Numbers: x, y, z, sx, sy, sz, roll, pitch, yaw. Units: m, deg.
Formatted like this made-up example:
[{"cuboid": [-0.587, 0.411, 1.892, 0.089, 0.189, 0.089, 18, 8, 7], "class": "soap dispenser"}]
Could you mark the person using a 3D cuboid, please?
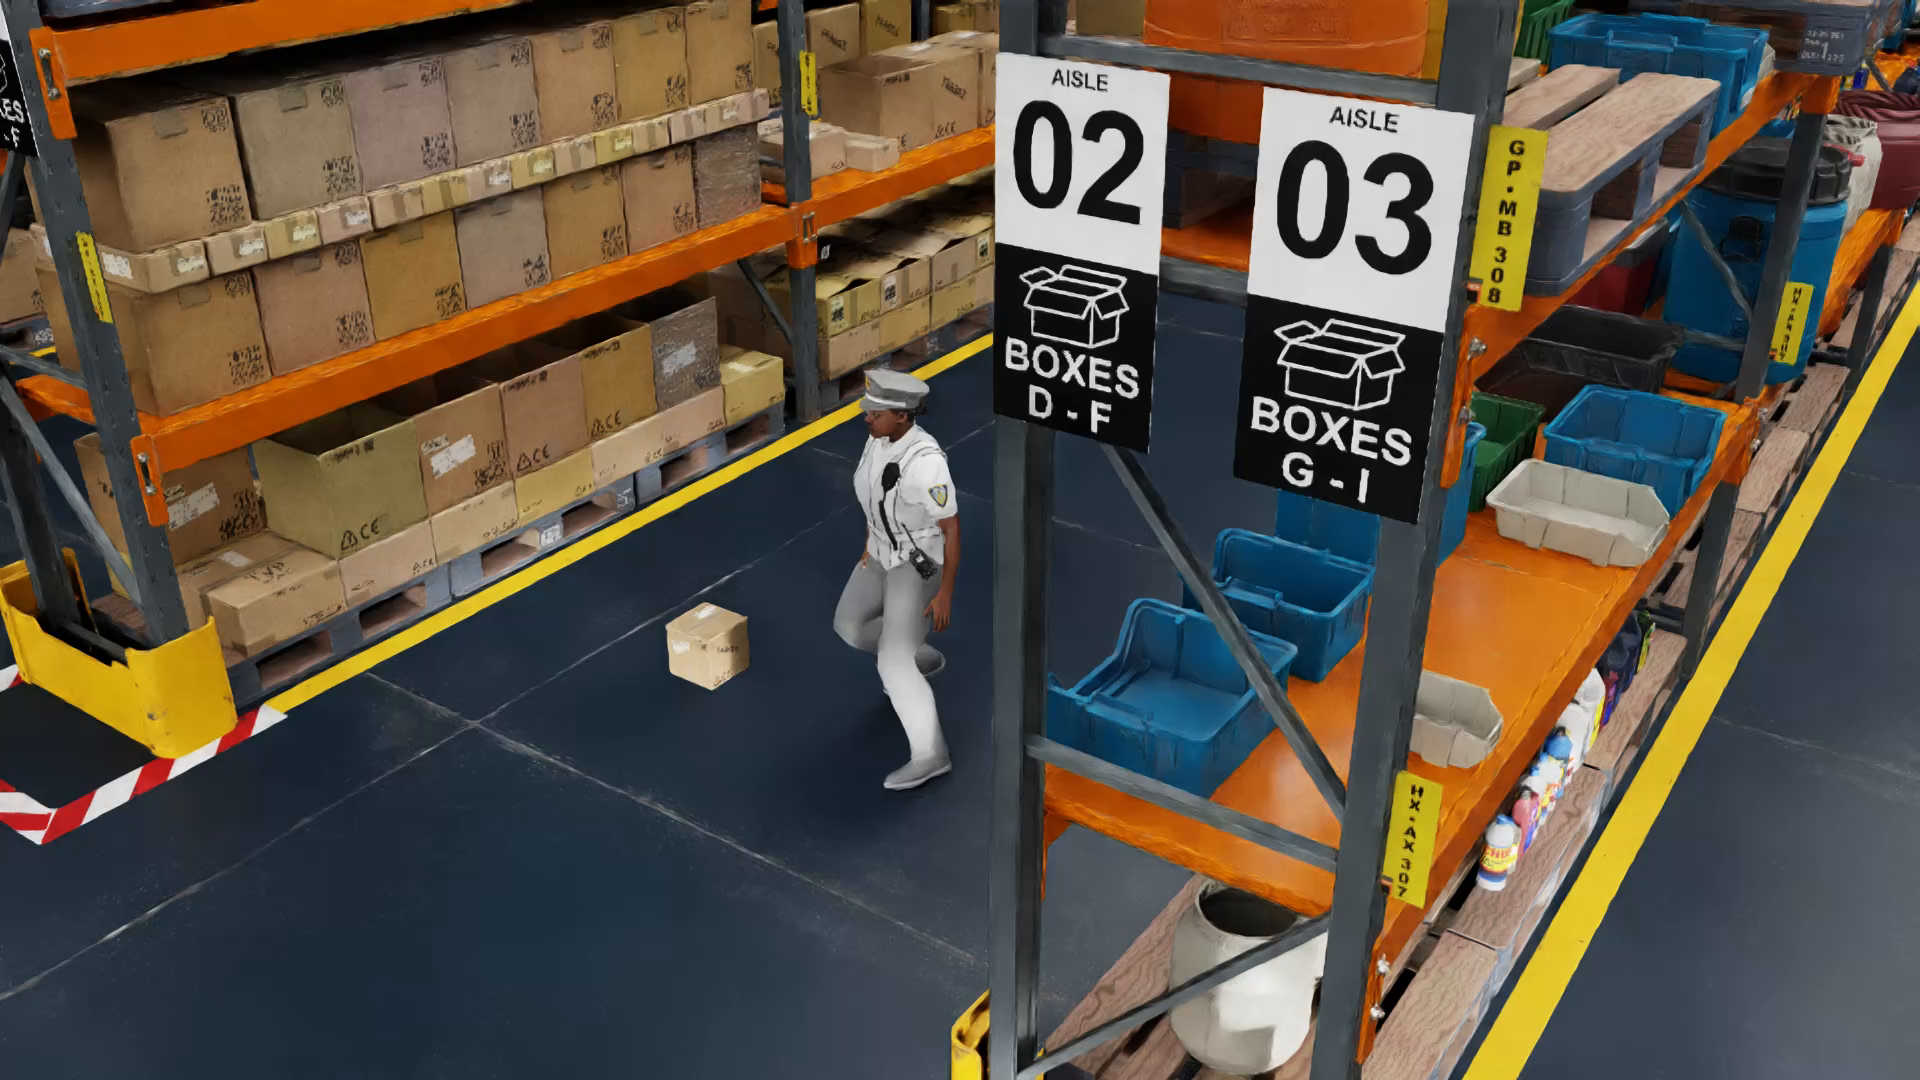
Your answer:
[{"cuboid": [-0.189, 0.109, 6.485, 0.486, 1.605, 0.692, -11, 29, -21], "class": "person"}]
